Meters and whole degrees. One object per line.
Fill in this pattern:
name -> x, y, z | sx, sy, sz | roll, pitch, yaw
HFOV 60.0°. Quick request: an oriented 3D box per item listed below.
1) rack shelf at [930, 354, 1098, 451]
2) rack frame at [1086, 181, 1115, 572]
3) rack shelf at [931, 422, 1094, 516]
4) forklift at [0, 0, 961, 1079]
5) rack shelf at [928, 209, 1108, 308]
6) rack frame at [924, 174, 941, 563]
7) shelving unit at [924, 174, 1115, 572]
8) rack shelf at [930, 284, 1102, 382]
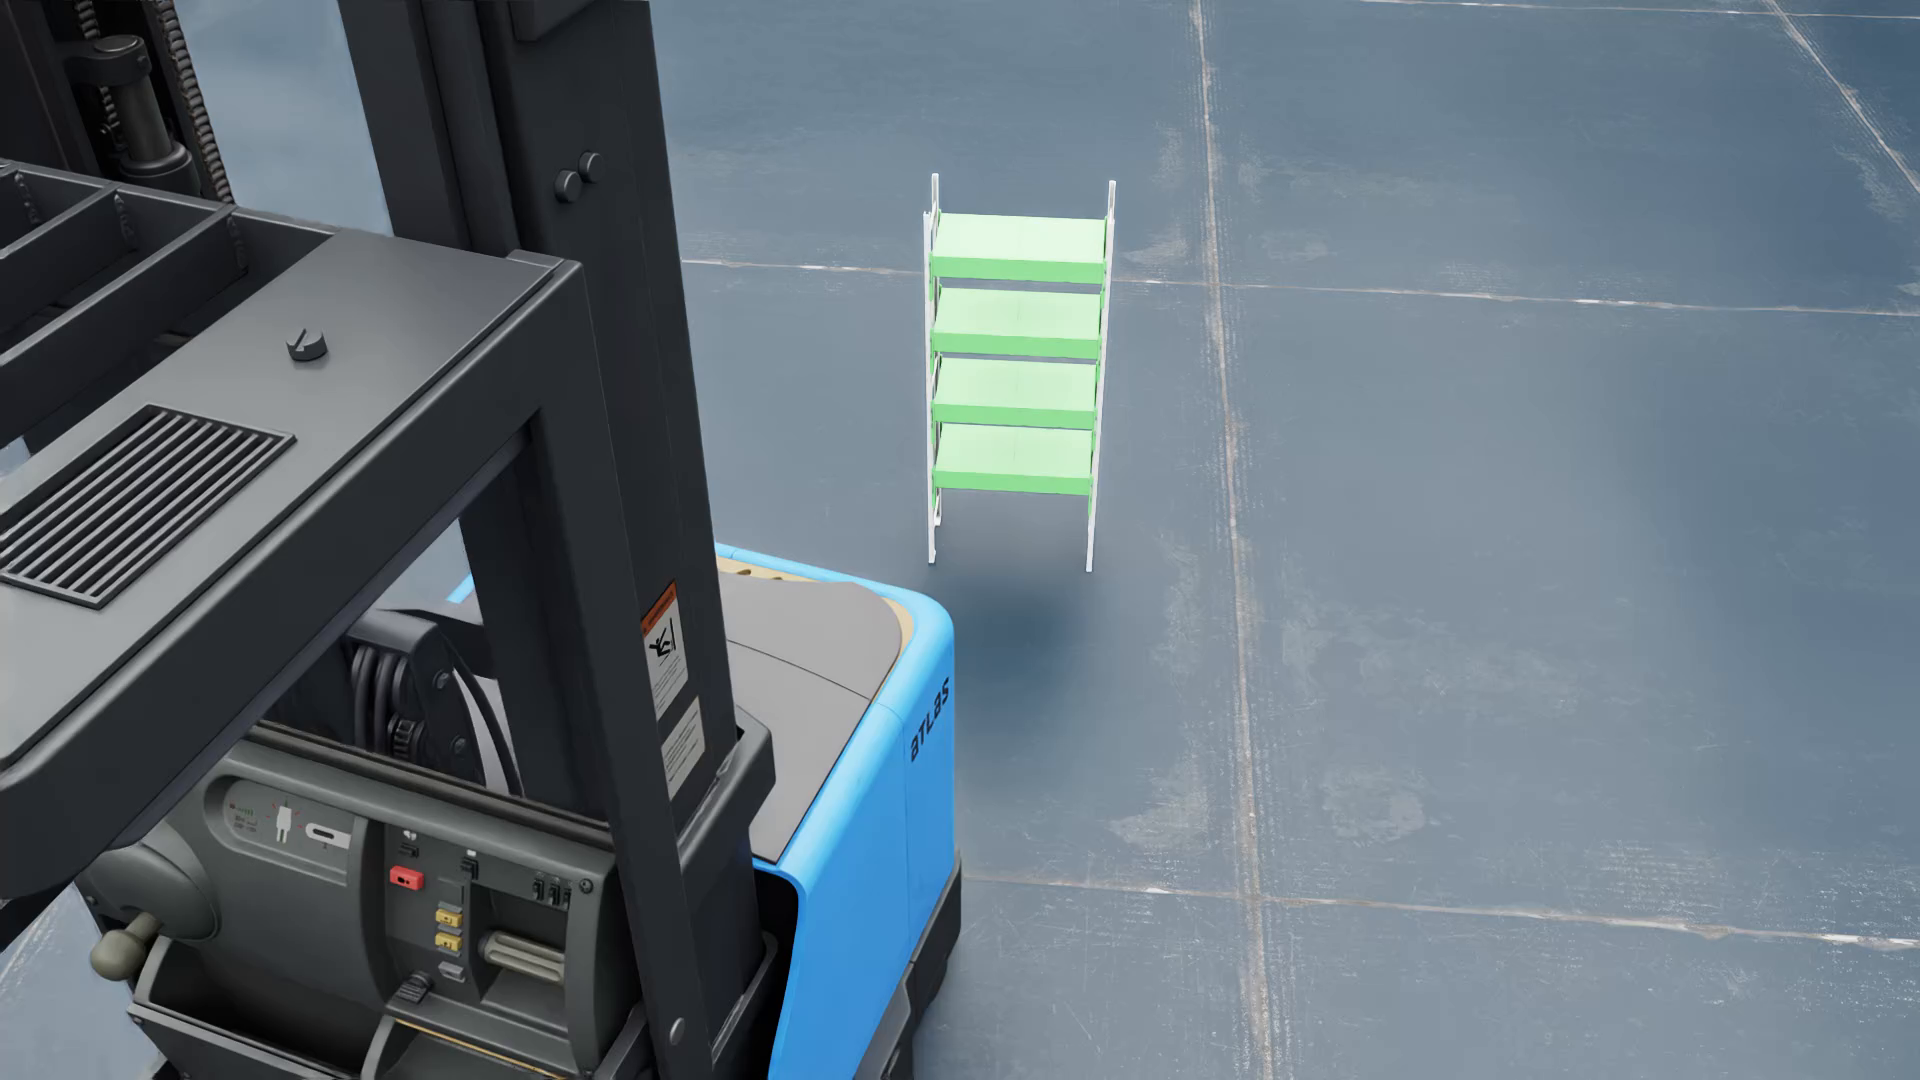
rack shelf -> 0.165, -0.407, 4.900 | 0.480, 0.148, 0.258 | 3, 39, 4
rack frame -> 0.408, -0.443, 4.844 | 0.015, 1.200, 0.240 | 3, 39, 4
rack shelf -> 0.165, -0.221, 5.052 | 0.480, 0.148, 0.258 | 3, 39, 4
forklift -> -0.987, 0.583, 2.212 | 1.130, 2.935, 3.031 | 13, 41, 16
rack shelf -> 0.165, -0.779, 4.597 | 0.480, 0.148, 0.258 | 3, 39, 4
rack frame -> -0.078, -0.470, 4.876 | 0.015, 1.200, 0.240 | 3, 39, 4
shelving unit -> 0.165, -0.456, 4.860 | 0.503, 1.200, 0.258 | 3, 39, 4
rack shelf -> 0.165, -0.593, 4.749 | 0.480, 0.148, 0.258 | 3, 39, 4
